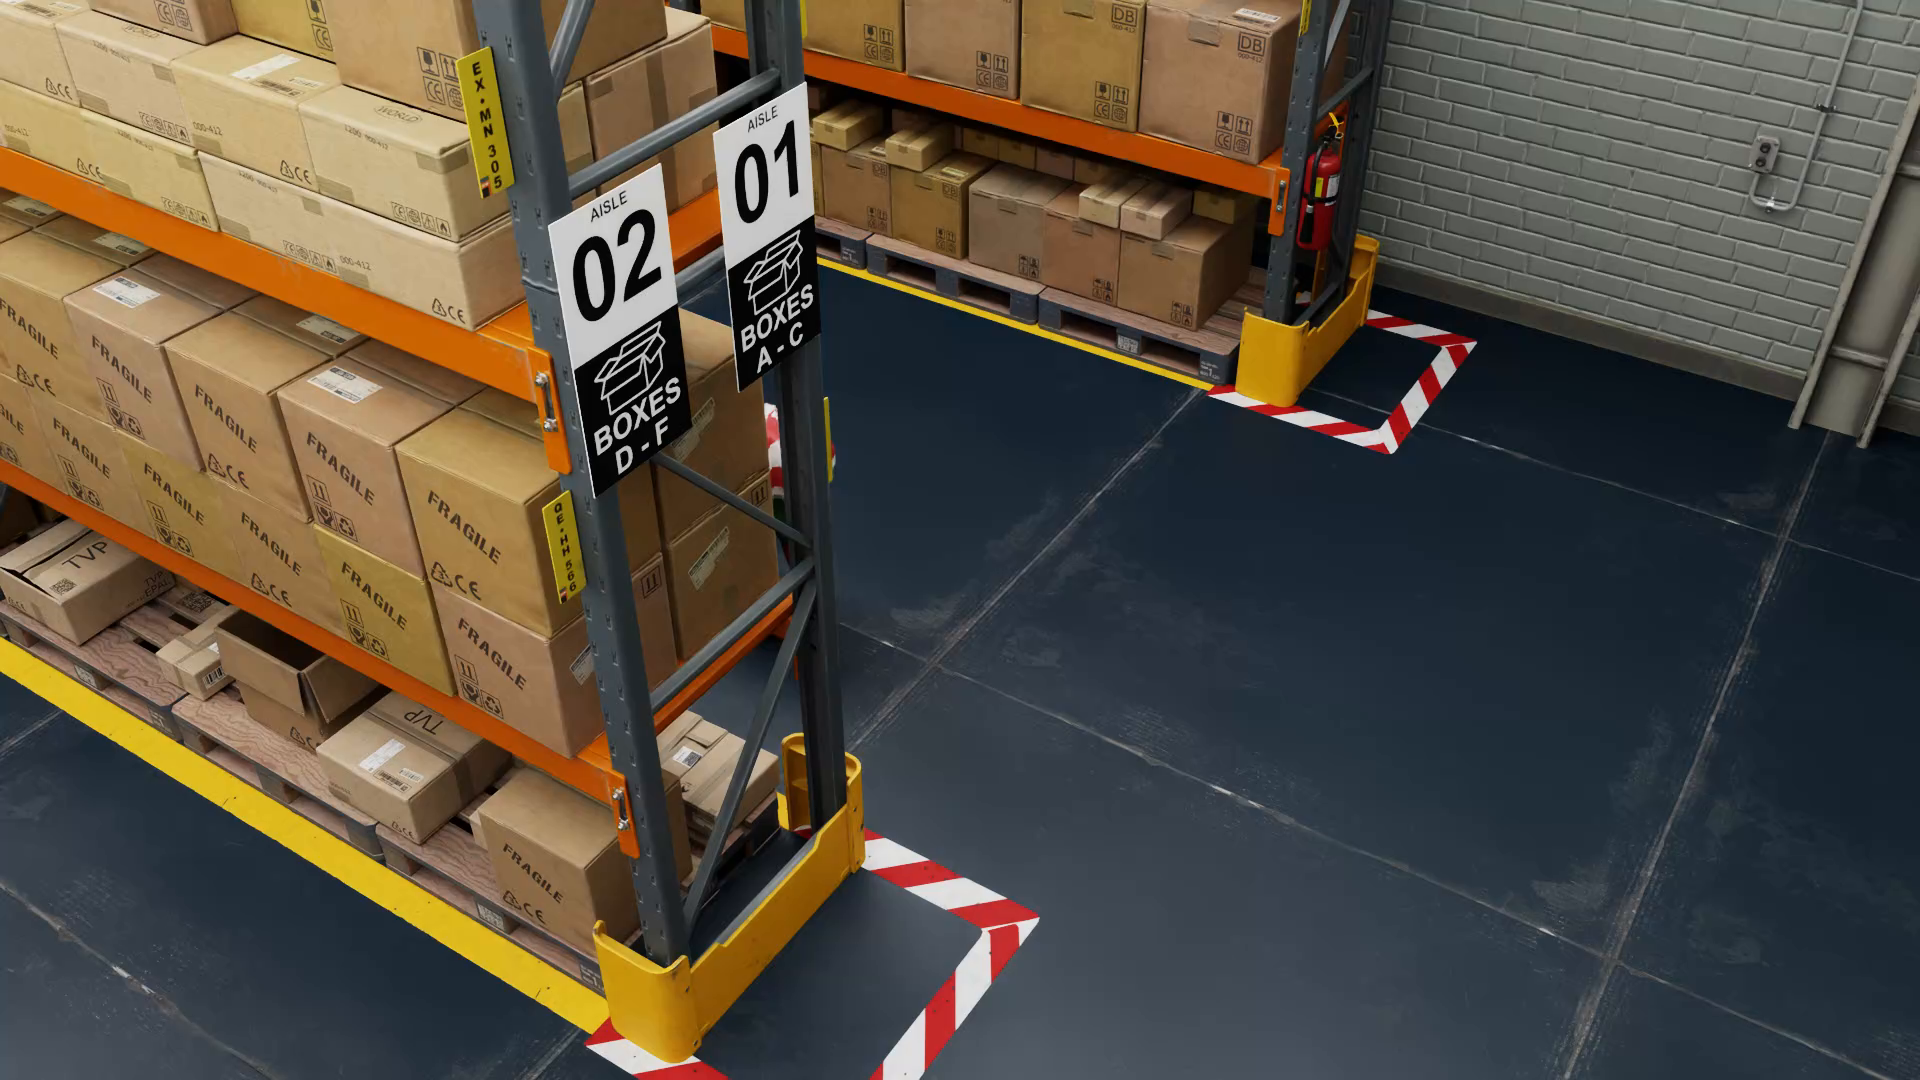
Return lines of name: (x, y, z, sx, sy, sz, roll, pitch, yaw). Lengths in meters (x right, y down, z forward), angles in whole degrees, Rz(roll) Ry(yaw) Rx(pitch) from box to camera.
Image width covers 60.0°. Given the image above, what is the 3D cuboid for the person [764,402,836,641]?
person: (-0.998, -0.158, 7.421, 0.965, 1.095, 0.506, 20, 42, 23)
